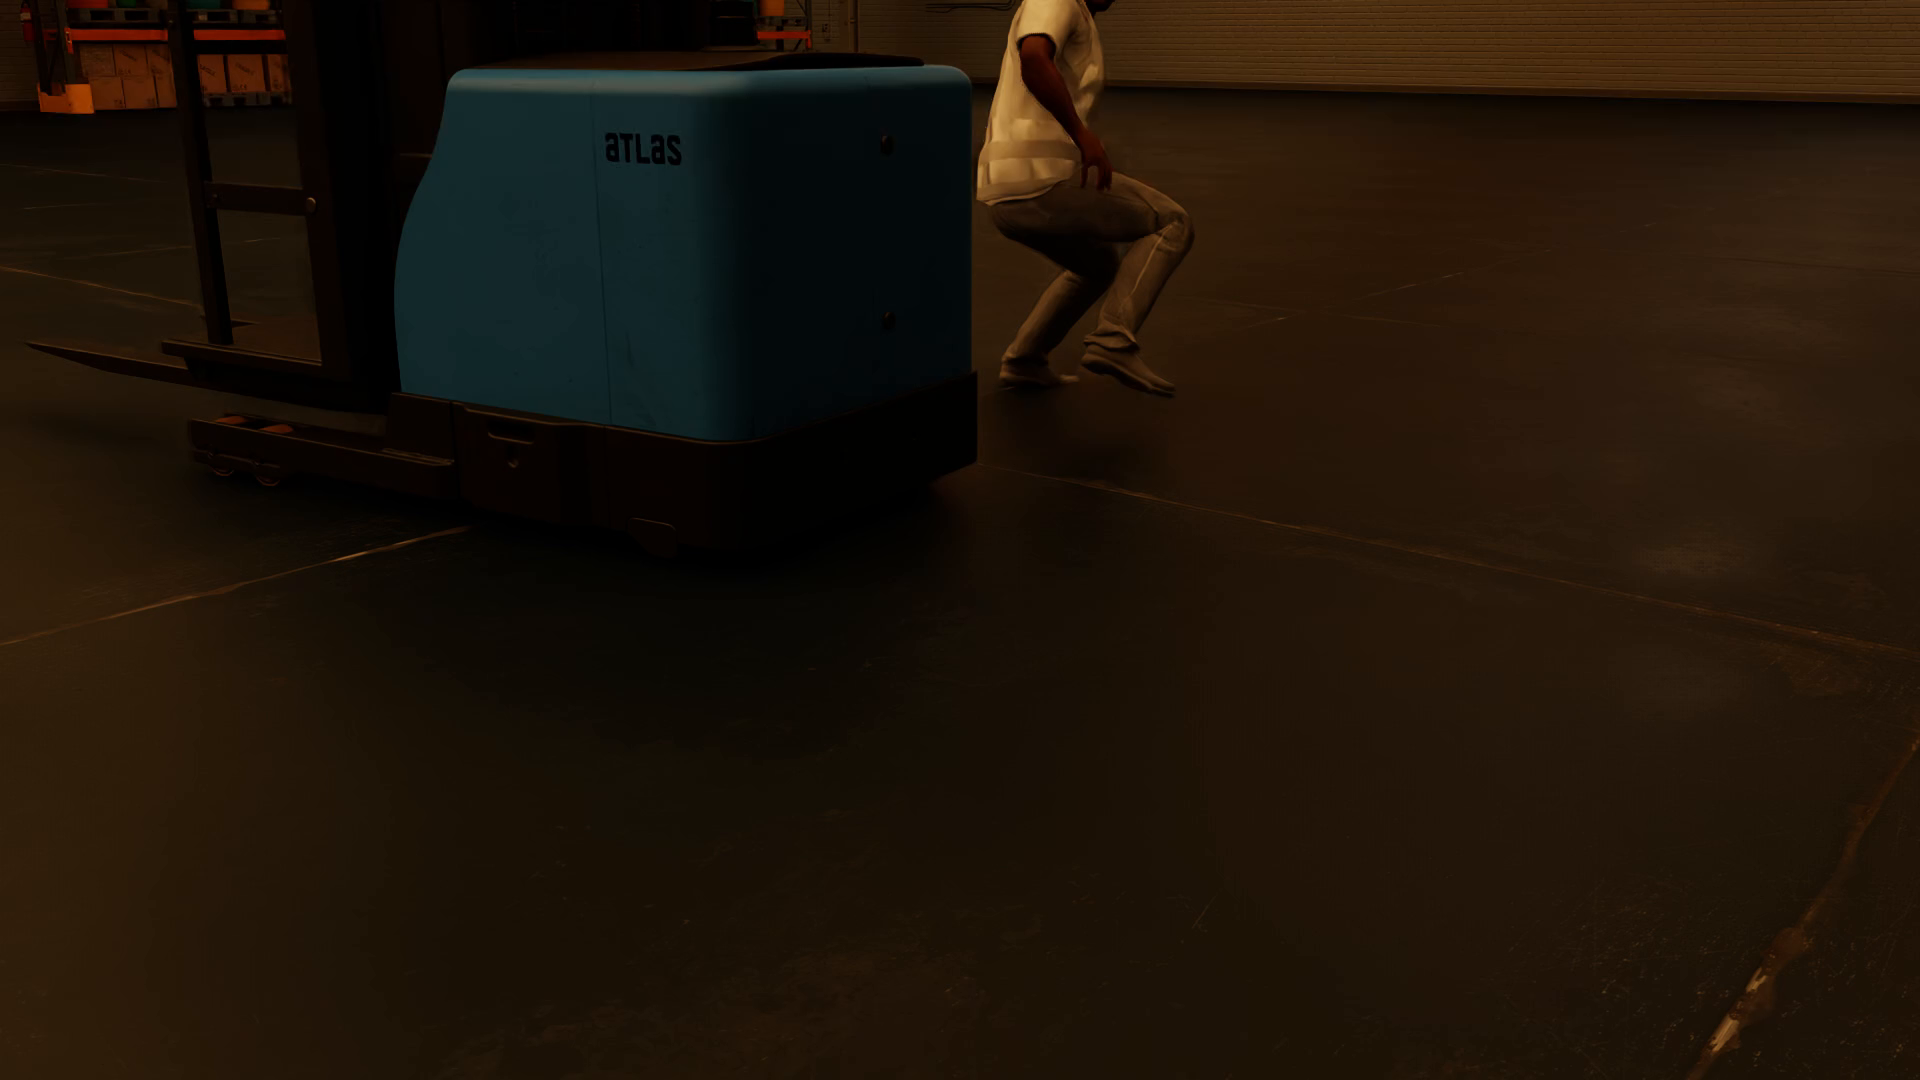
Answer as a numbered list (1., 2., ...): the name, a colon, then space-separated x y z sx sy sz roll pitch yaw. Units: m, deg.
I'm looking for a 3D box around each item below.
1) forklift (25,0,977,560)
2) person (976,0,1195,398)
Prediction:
1. forklift: -1.477 -1.661 4.367 3.031 2.935 1.130 10 20 30
2. person: 0.390 -1.142 5.210 0.682 1.527 0.836 -3 17 -9
